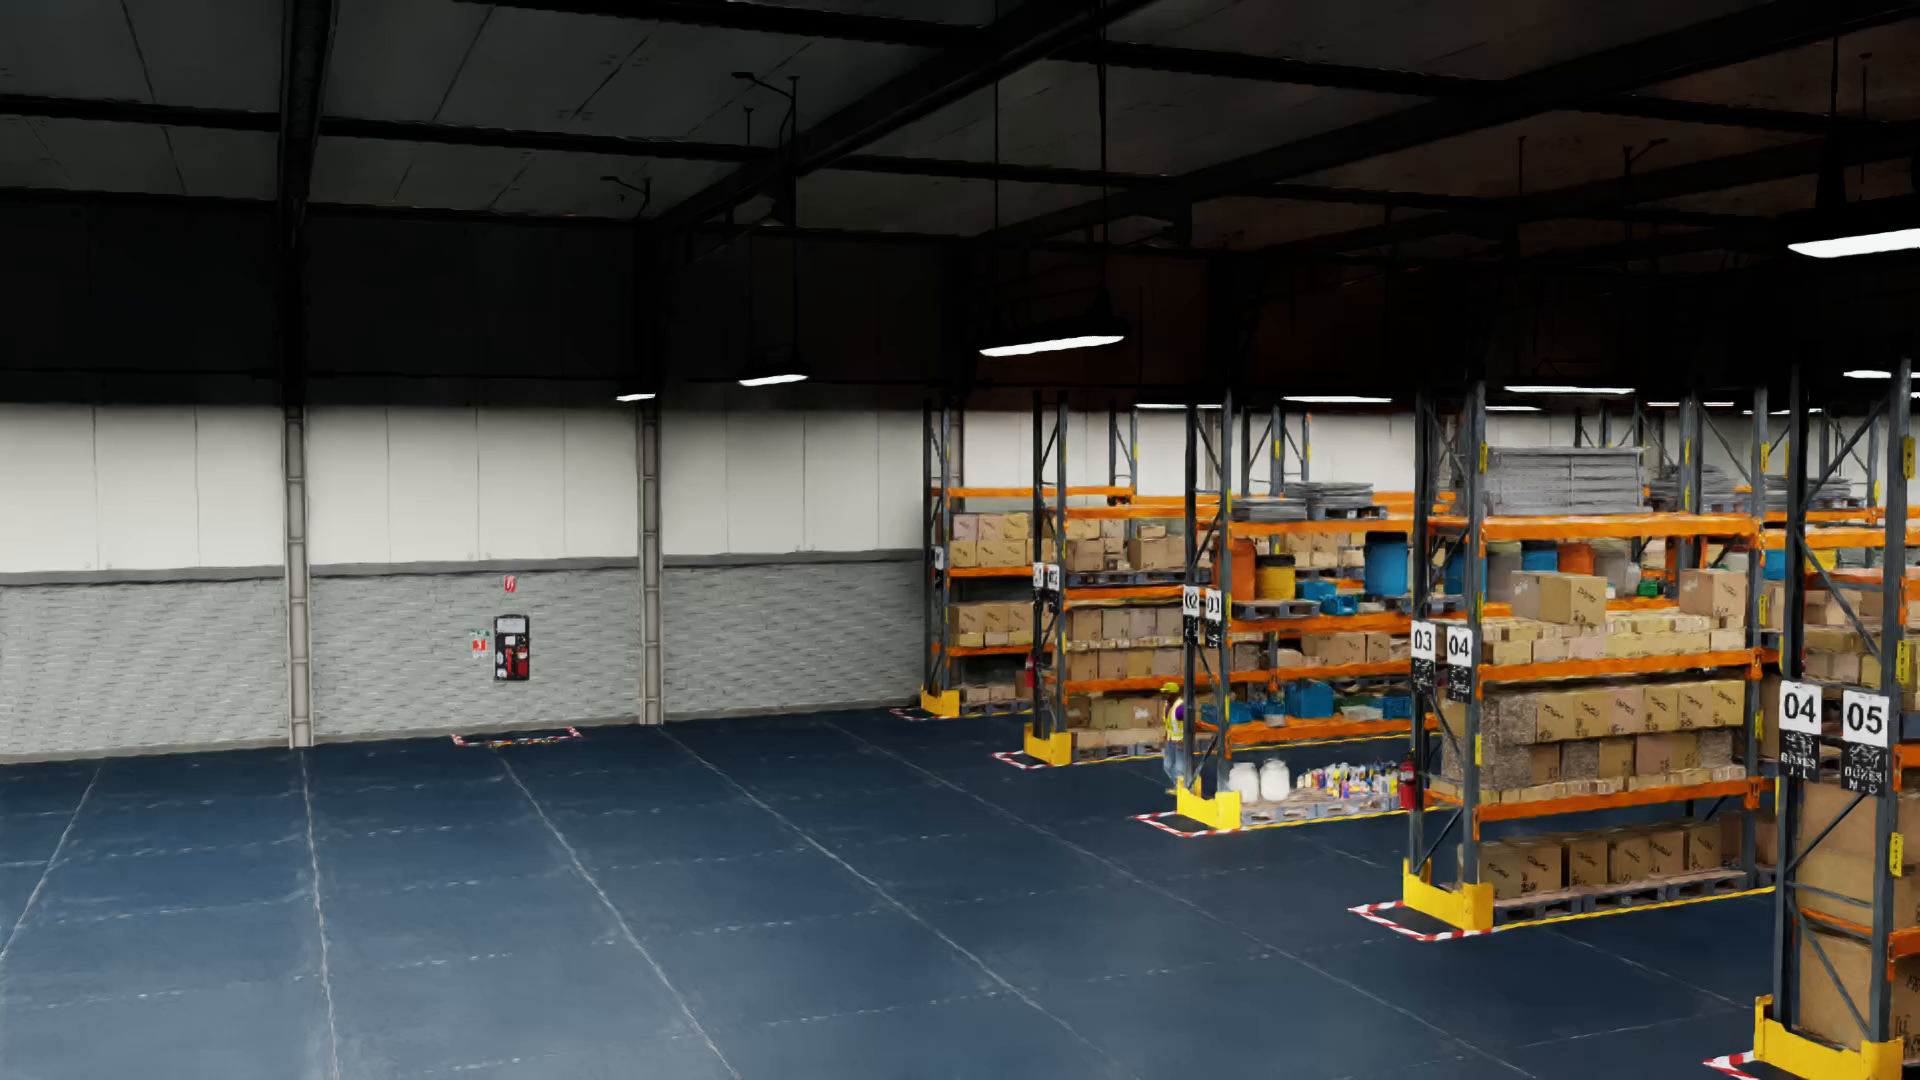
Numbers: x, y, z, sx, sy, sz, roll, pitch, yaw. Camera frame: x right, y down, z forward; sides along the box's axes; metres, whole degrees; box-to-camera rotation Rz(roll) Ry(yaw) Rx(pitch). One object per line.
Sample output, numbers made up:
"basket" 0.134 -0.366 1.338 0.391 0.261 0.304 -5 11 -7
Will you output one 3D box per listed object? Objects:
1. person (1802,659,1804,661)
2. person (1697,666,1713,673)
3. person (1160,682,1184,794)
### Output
"person" 18.388 2.181 36.351 0.623 1.667 0.449 0 3 7
"person" 13.288 2.611 29.590 1.088 1.589 0.456 -1 4 -21
"person" 3.150 2.897 24.101 0.578 1.715 0.719 -1 4 -22
